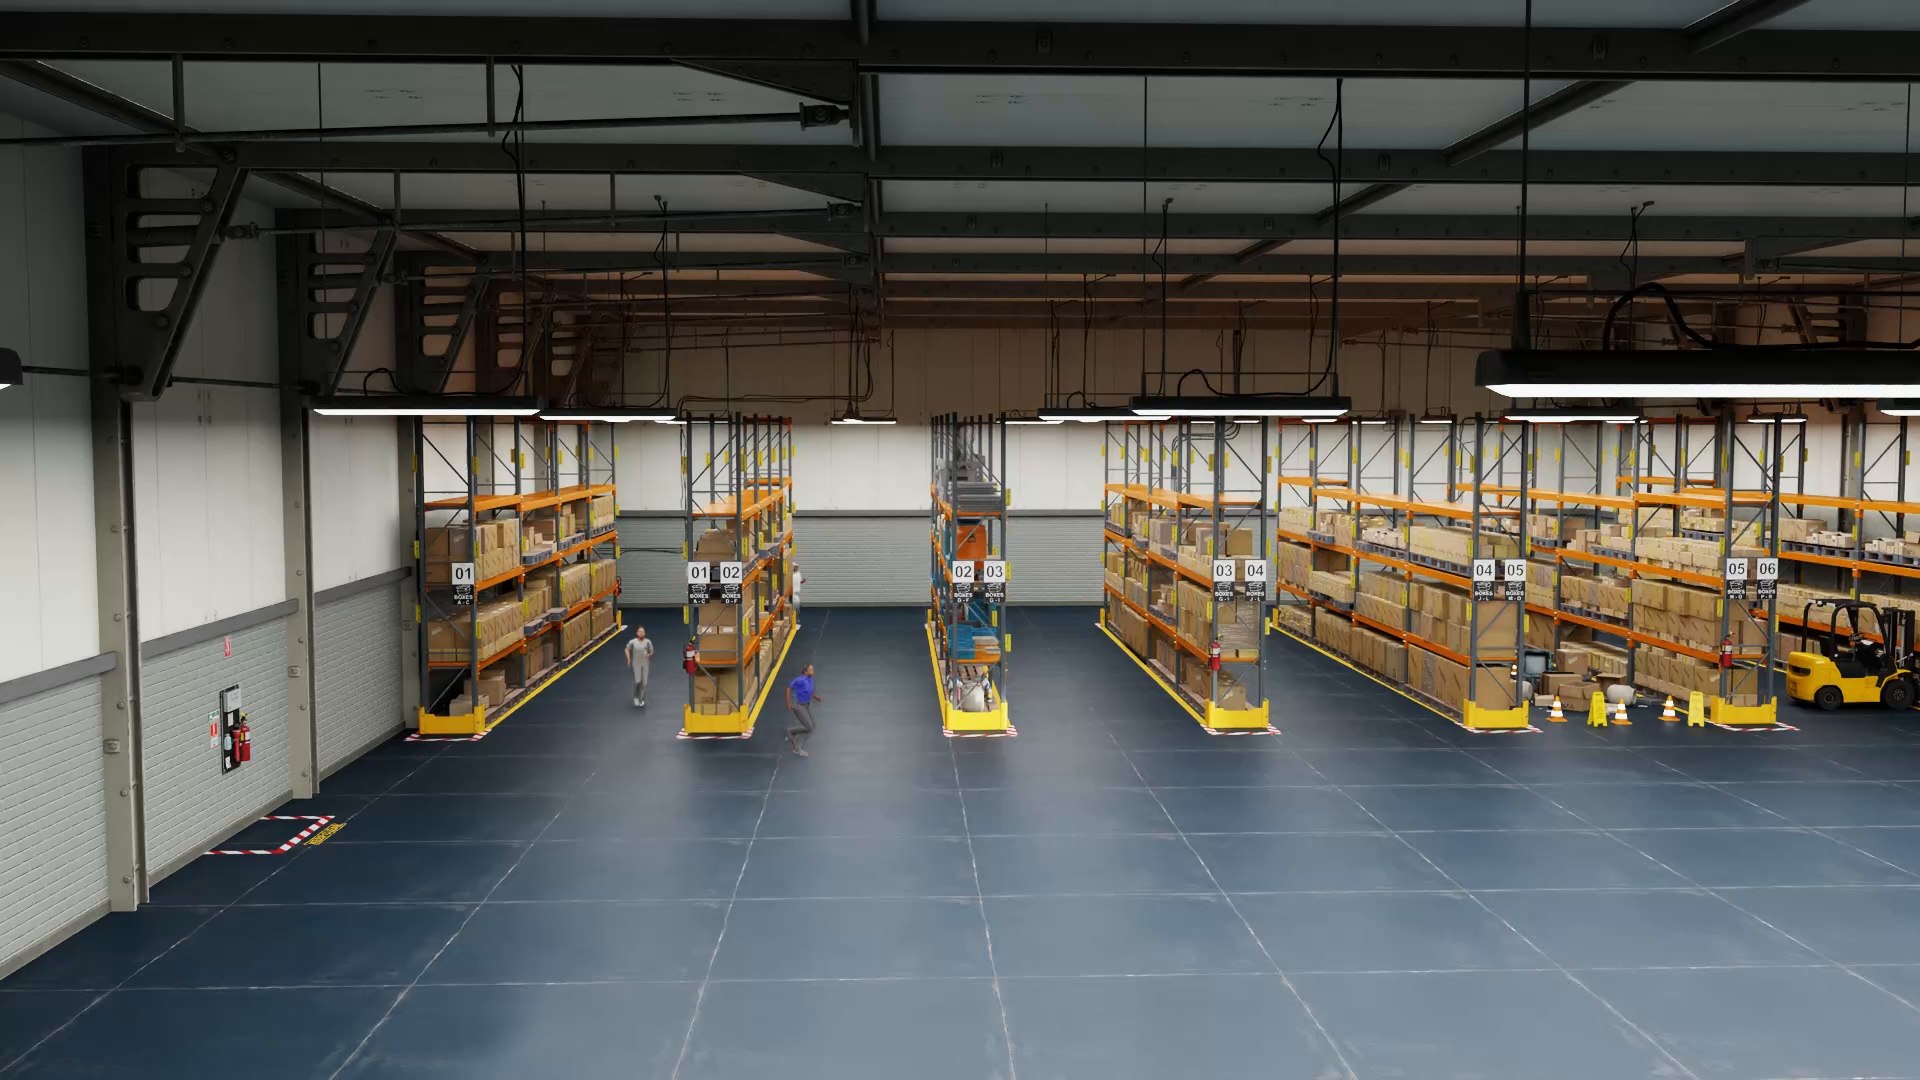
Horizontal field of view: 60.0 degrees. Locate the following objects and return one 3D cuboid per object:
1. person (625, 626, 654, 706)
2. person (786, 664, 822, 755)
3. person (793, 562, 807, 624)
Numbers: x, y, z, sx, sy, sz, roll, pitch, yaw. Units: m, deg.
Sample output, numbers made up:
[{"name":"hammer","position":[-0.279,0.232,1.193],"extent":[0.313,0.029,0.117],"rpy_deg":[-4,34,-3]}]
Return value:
[{"name":"person","position":[-6.521,2.575,33.941],"extent":[0.544,1.634,0.635],"rpy_deg":[-1,4,-21]},{"name":"person","position":[-2.708,2.962,29.020],"extent":[0.635,1.605,0.616],"rpy_deg":[2,4,29]},{"name":"person","position":[-4.882,1.527,48.721],"extent":[0.784,1.787,0.704],"rpy_deg":[3,5,33]}]
